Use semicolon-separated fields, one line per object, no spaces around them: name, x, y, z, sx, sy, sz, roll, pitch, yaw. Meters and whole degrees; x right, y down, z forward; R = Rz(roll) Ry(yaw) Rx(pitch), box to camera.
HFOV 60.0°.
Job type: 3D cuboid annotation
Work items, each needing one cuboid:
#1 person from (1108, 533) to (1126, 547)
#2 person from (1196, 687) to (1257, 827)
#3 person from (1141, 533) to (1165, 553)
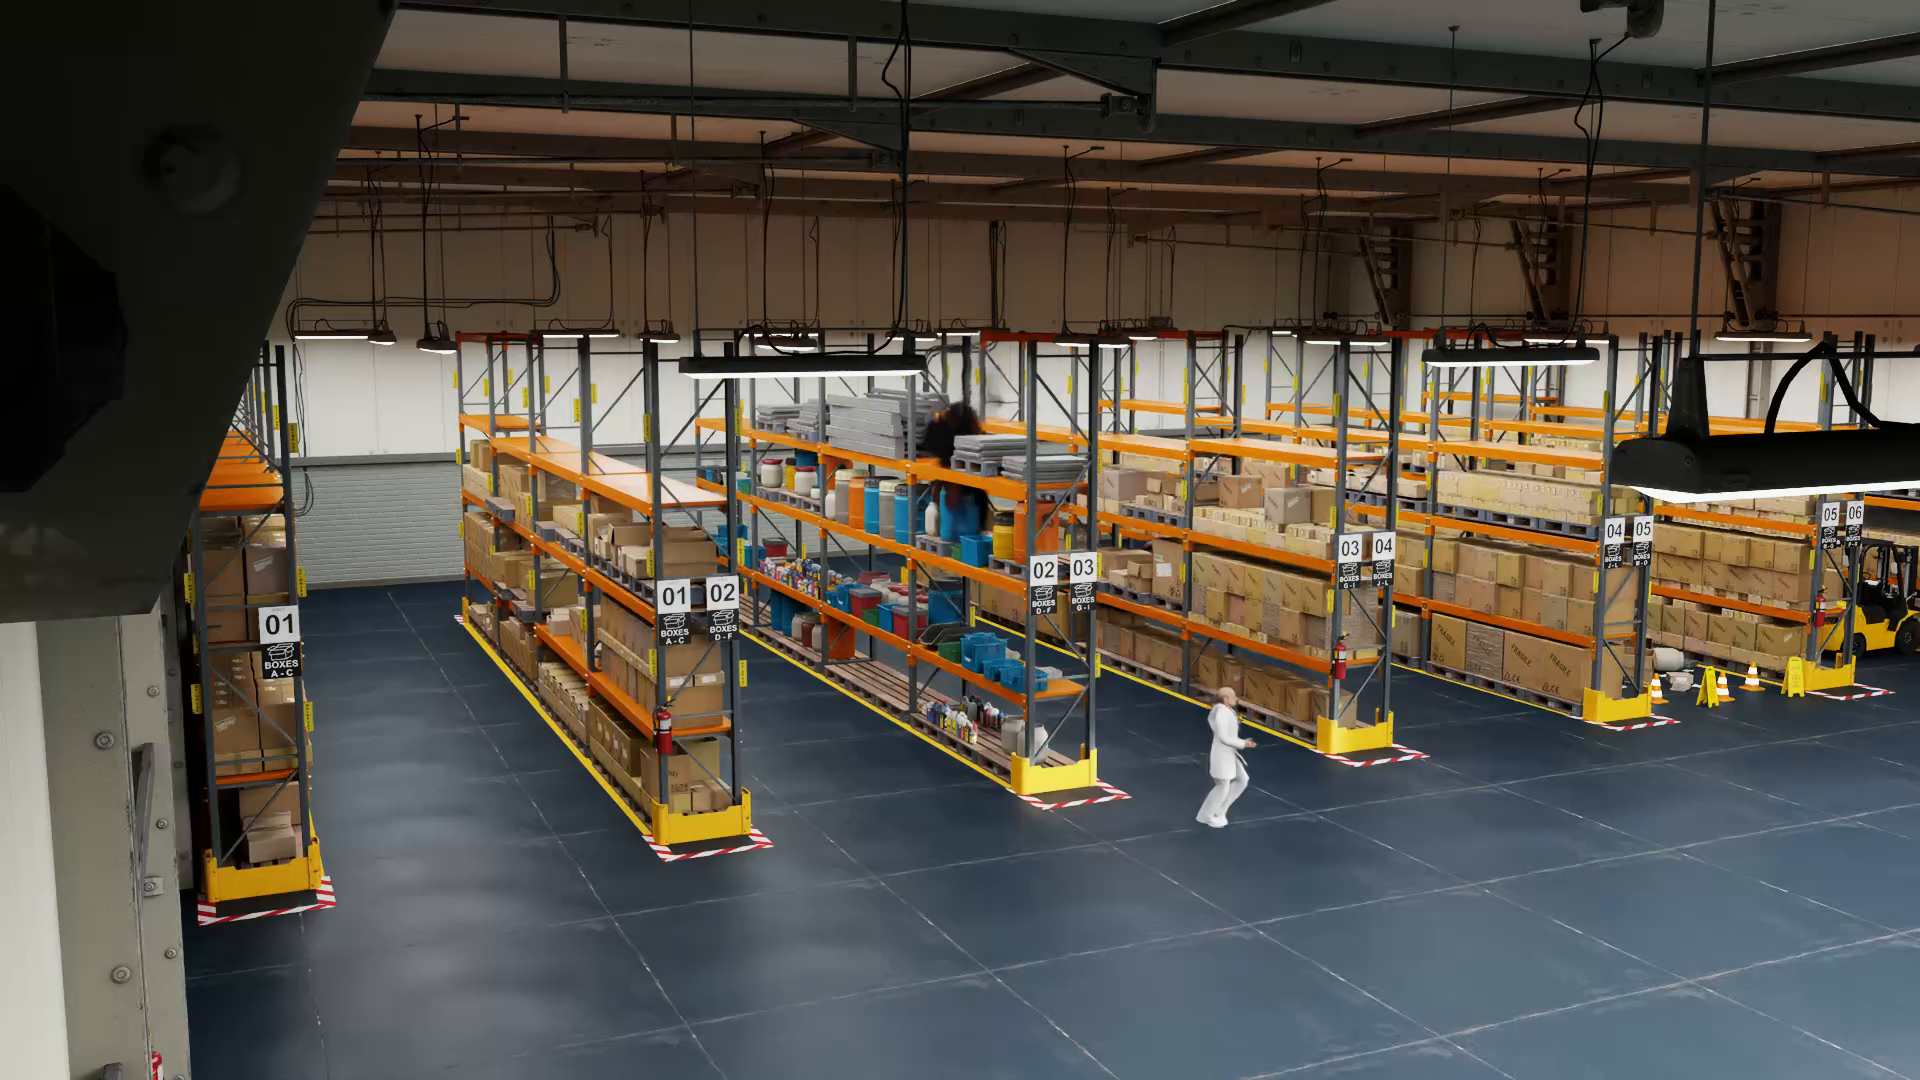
person;3.987;-0.078;41.931;0.514;1.527;0.558;2;8;14
person;3.320;2.700;20.639;0.736;1.787;0.735;2;8;16
person;4.248;0.673;35.405;0.680;1.836;0.898;-3;8;-22
